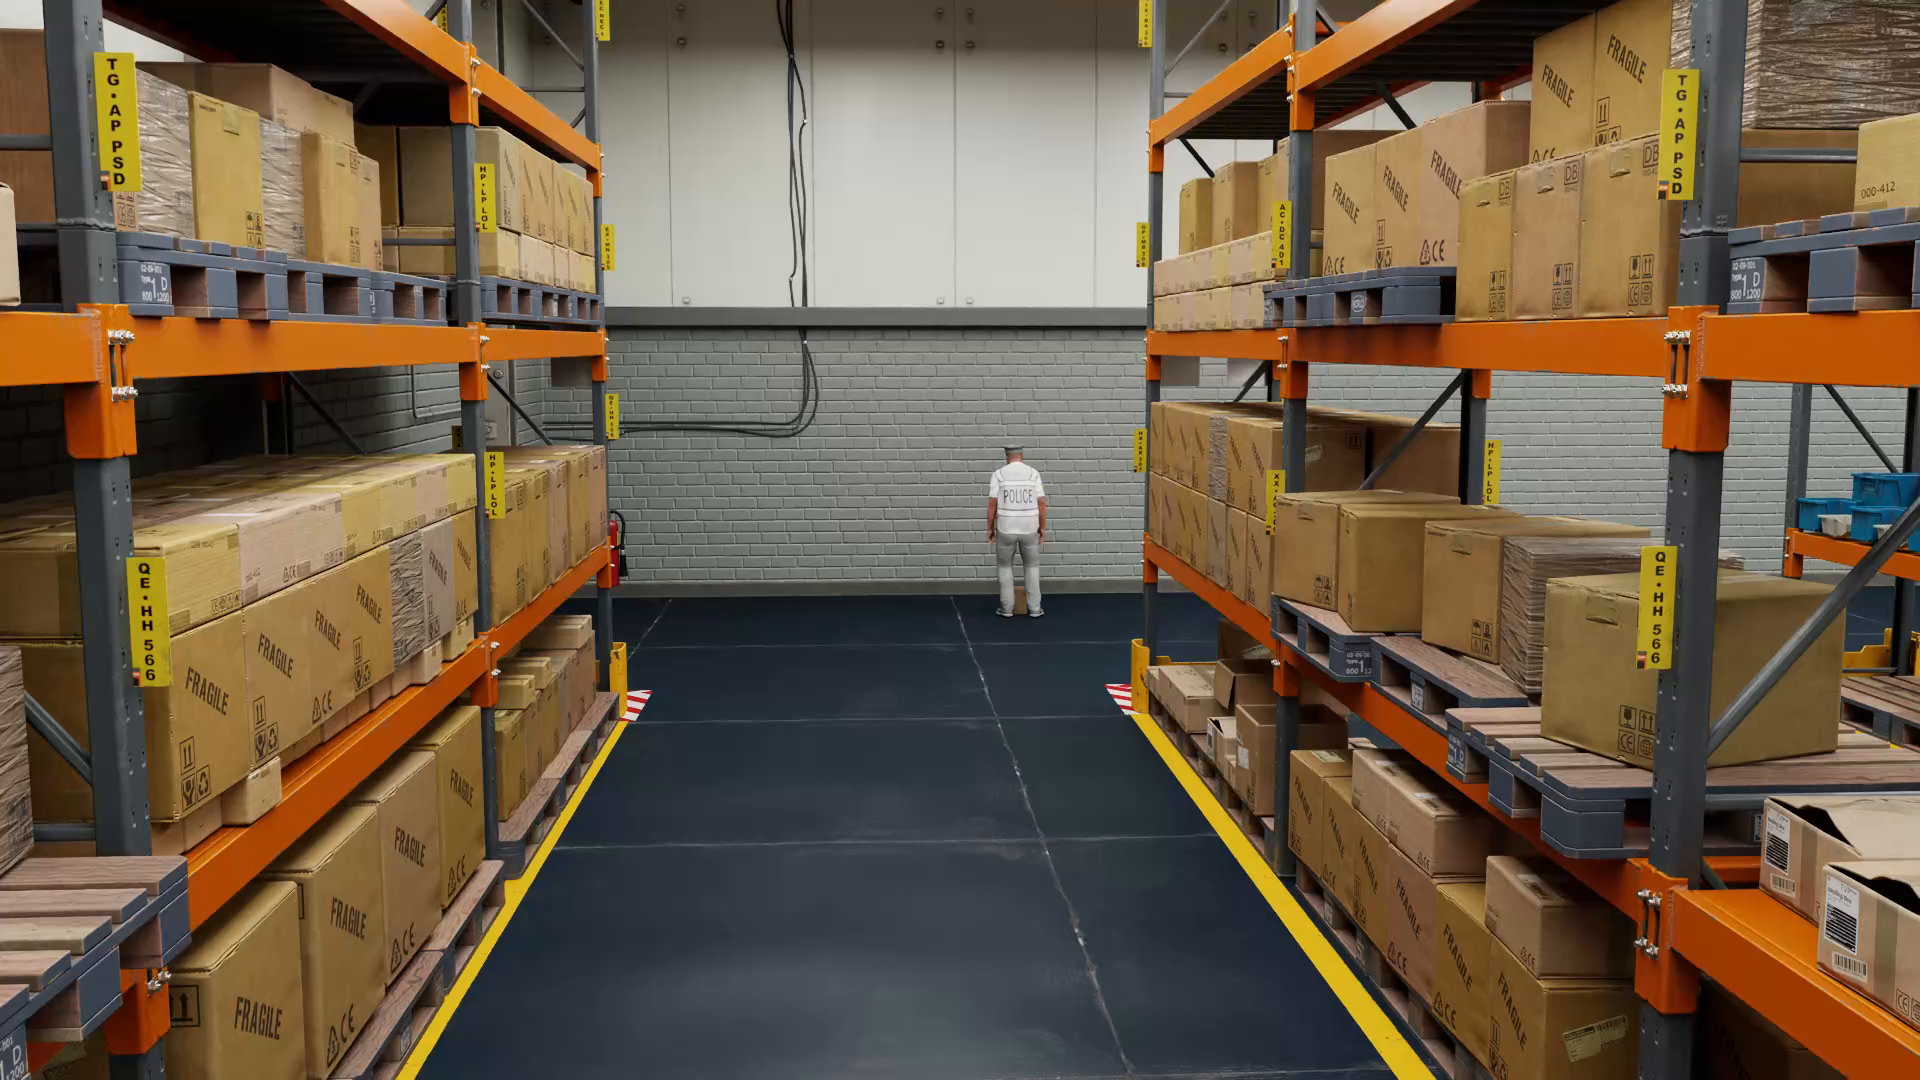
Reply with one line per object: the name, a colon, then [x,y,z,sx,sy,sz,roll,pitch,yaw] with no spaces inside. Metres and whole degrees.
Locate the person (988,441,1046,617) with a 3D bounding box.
person: [0.564,-0.102,16.563,0.587,1.748,0.466,0,7,-4]
